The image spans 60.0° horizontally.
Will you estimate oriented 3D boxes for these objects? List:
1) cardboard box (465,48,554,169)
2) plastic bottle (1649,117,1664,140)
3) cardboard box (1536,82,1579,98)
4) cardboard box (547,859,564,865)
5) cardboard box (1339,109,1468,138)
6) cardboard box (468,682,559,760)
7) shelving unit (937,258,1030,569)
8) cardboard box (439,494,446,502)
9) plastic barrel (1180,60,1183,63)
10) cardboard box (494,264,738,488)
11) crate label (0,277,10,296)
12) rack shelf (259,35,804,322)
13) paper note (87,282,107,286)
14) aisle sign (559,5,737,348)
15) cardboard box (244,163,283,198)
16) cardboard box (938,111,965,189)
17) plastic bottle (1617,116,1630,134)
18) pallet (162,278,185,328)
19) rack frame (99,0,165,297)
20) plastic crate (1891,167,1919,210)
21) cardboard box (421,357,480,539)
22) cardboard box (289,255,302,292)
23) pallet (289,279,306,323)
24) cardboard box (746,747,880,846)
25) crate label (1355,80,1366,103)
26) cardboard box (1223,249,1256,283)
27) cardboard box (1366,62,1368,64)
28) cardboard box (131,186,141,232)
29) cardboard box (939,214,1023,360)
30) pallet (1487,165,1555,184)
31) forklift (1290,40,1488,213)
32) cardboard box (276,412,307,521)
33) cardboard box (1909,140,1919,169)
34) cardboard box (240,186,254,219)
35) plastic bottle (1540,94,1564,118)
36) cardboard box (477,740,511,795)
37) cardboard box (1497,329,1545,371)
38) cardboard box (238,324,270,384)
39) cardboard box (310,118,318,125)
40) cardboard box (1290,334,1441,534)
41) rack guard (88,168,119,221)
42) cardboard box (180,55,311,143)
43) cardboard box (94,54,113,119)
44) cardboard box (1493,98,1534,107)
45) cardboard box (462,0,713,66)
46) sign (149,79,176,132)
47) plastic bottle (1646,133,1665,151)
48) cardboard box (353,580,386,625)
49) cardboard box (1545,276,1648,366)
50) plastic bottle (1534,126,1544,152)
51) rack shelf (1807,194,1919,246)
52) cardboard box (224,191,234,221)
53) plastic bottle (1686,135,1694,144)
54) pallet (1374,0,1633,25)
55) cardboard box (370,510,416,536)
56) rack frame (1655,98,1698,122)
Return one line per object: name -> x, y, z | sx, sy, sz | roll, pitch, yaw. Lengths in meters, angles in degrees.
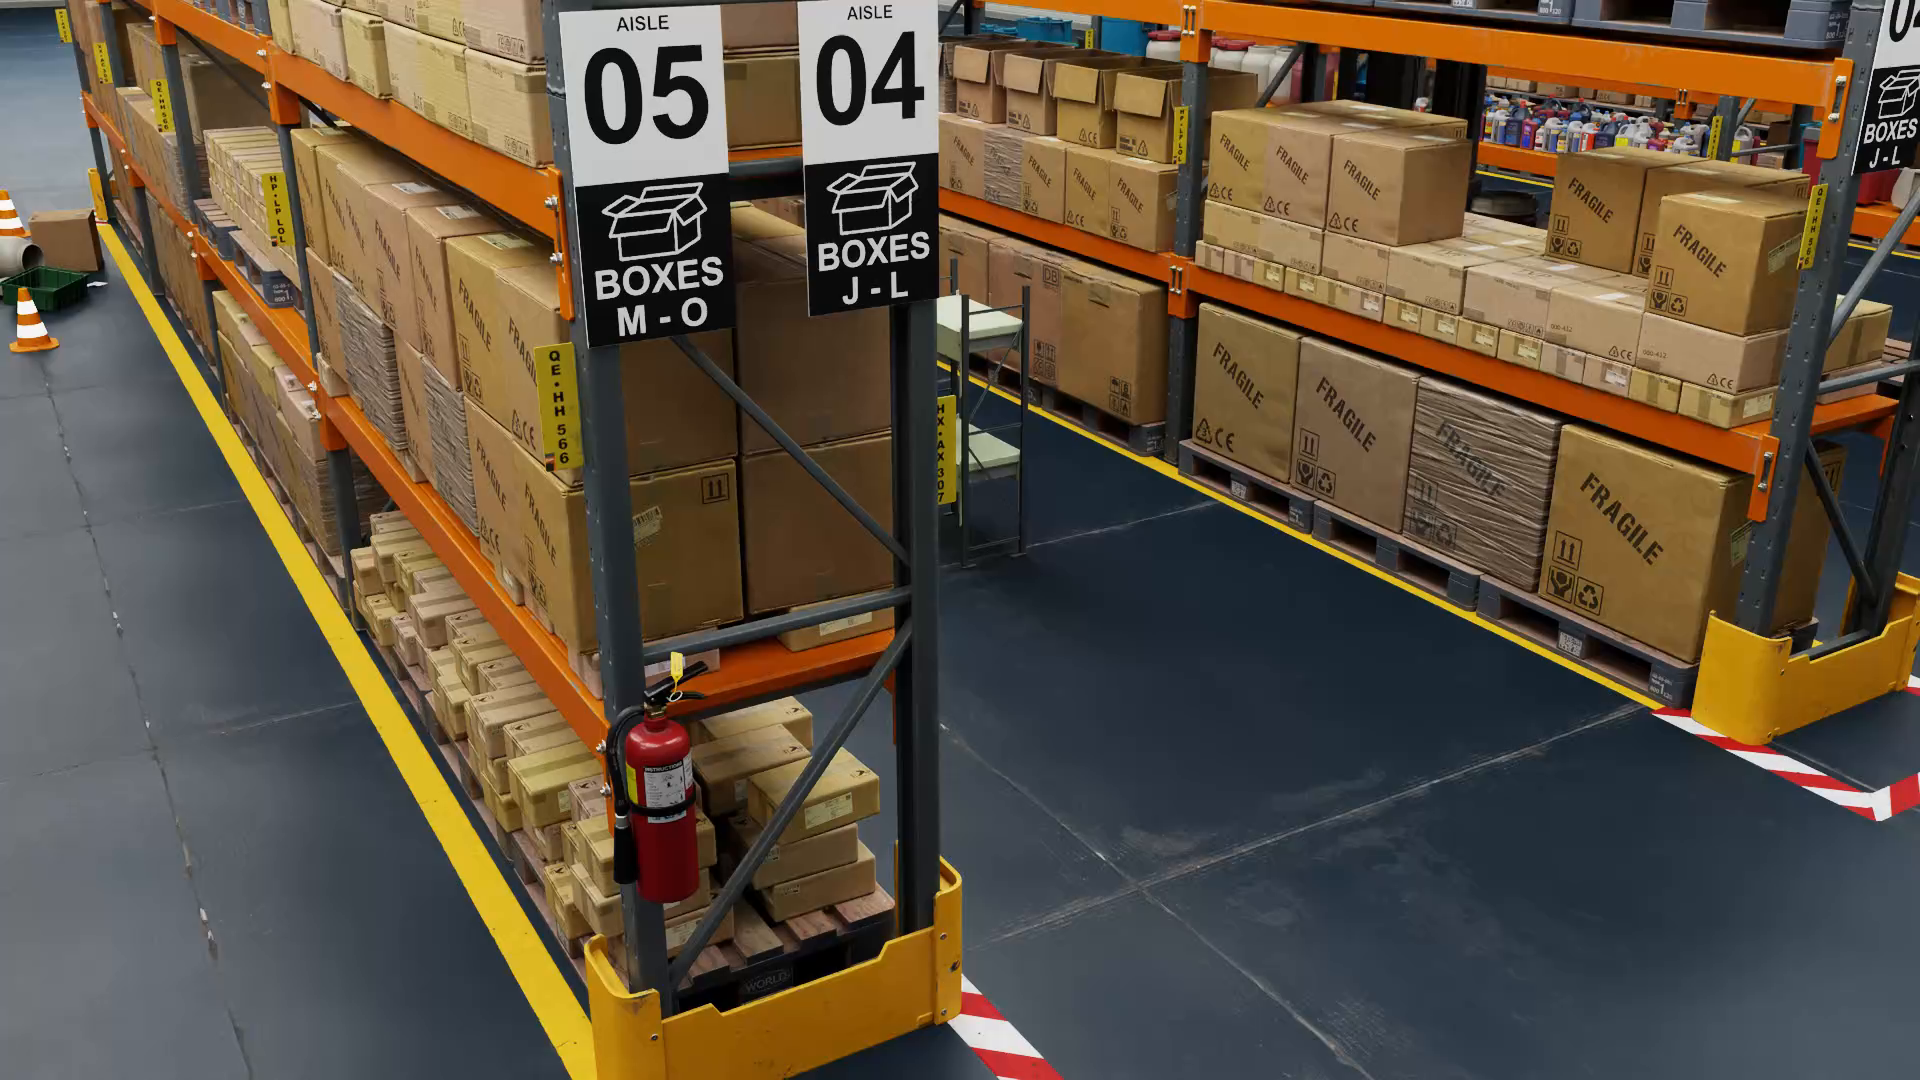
cardboard box -> -0.982, -1.167, 4.414 | 0.500, 0.250, 0.500 | -13, 26, -29
plastic bottle -> 5.734, -3.353, 13.733 | 0.061, 0.283, 0.133 | -13, 25, -28
cardboard box -> 9.295, -7.082, 25.487 | 0.700, 0.500, 0.500 | -14, 26, -32
cardboard box -> -1.249, 1.080, 5.900 | 0.380, 0.149, 0.250 | -13, 25, -28
cardboard box -> 2.467, -2.122, 9.356 | 0.500, 0.500, 0.500 | -12, 25, -28
cardboard box -> -1.594, 0.654, 6.158 | 0.380, 0.149, 0.250 | -12, 25, -26
shelving unit -> -0.003, -0.697, 9.034 | 0.431, 1.500, 0.755 | -13, 25, -28
cardboard box -> -1.811, -0.279, 6.349 | 0.380, 0.149, 0.250 | -12, 25, -26
plastic barrel -> 2.466, -4.987, 17.780 | 0.301, 0.262, 0.301 | 0, 22, 0
cardboard box -> -0.970, -0.498, 4.697 | 0.500, 0.500, 0.500 | -13, 26, -29
crate label -> -8.371, -2.217, 14.584 | 0.250, 0.136, 0.298 | 8, 23, 18
rack shelf -> -1.544, -1.454, 5.877 | 1.077, 0.370, 4.000 | -13, 25, -28
paper note -> -7.774, -2.303, 14.936 | 0.142, 0.020, 0.147 | 8, 23, 18
aisle sign -> -0.743, -0.873, 4.024 | 0.394, 0.787, 0.004 | -13, 25, -28
cardboard box -> -3.742, -2.000, 9.235 | 0.380, 0.149, 0.250 | -13, 25, -29
cardboard box -> -0.013, -2.931, 12.407 | 0.500, 0.500, 0.500 | -13, 26, -30
plastic bottle -> 5.287, -3.218, 13.312 | 0.144, 0.351, 0.185 | -13, 25, -28
pallet -> -6.193, -2.108, 14.217 | 1.003, 0.211, 1.213 | -13, 25, -28
rack frame -> -6.652, -3.635, 14.271 | 1.000, 3.000, 0.127 | -13, 25, -28
plastic crate -> 6.630, -2.362, 11.217 | 0.437, 0.282, 0.530 | -13, 25, -28
cardboard box -> -1.499, -0.360, 5.687 | 0.500, 0.500, 0.500 | -13, 25, -28
cardboard box -> -3.197, -1.379, 8.496 | 0.380, 0.149, 0.250 | -13, 25, -28
pallet -> -2.831, -1.232, 8.613 | 1.003, 0.211, 1.213 | -13, 25, -28
cardboard box -> -0.498, 0.865, 5.637 | 0.380, 0.149, 0.250 | -14, 26, -31
crate label -> 4.072, -4.345, 16.240 | 0.303, 0.233, 0.416 | -13, 25, -28
cardboard box -> 1.750, -1.605, 9.611 | 0.380, 0.149, 0.250 | -14, 26, -30
cardboard box -> 5.446, -6.424, 23.231 | 0.500, 0.500, 0.500 | -13, 25, -28
cardboard box -> -7.377, -3.353, 15.842 | 0.875, 0.875, 0.875 | -12, 25, -28
cardboard box -> 0.491, -1.954, 12.400 | 1.225, 0.875, 0.875 | -13, 25, -28
pallet -> 7.219, -4.542, 20.206 | 1.003, 0.211, 1.213 | -13, 25, -28
forklift -> 3.003, -2.820, 12.357 | 1.130, 2.935, 3.031 | -13, 26, -30
cardboard box -> -3.422, -0.439, 9.170 | 0.500, 0.500, 0.500 | -13, 26, -29
cardboard box -> 9.720, -3.791, 16.394 | 0.500, 0.250, 0.500 | -13, 25, -28
cardboard box -> -3.875, -1.944, 9.492 | 0.380, 0.149, 0.250 | -13, 25, -29
plastic bottle -> 5.168, -3.713, 14.528 | 0.144, 0.351, 0.185 | -13, 25, -28
cardboard box -> -1.580, 0.789, 6.220 | 0.380, 0.149, 0.250 | -12, 25, -27
cardboard box -> 2.806, -0.938, 7.968 | 0.380, 0.149, 0.250 | -13, 26, -29
cardboard box -> -3.964, -1.127, 9.868 | 0.500, 0.250, 0.500 | -12, 25, -28
cardboard box -> -4.868, -2.748, 11.955 | 0.500, 0.500, 0.500 | -13, 25, -29
cardboard box -> 2.479, -0.656, 9.207 | 0.875, 0.875, 0.875 | -13, 25, -28
rack guard -> -8.707, -3.779, 17.946 | 1.175, 0.500, 0.348 | -13, 25, -28
cardboard box -> -4.829, -2.997, 11.240 | 0.700, 0.500, 0.500 | -13, 25, -29
cardboard box -> -7.682, -4.345, 15.818 | 0.875, 0.550, 0.500 | -13, 25, -28
cardboard box -> 6.907, -5.398, 20.957 | 0.500, 0.311, 0.500 | -12, 25, -27
cardboard box -> -0.976, -1.402, 4.329 | 0.500, 0.250, 0.500 | -13, 26, -30
sign -> -5.084, -2.769, 10.602 | 0.100, 0.325, 0.005 | -13, 25, -28
plastic bottle -> 5.372, -2.997, 12.855 | 0.061, 0.283, 0.133 | -13, 25, -28
cardboard box -> -2.655, 0.261, 7.915 | 0.380, 0.149, 0.250 | -14, 26, -31
cardboard box -> 3.059, -1.010, 7.617 | 0.500, 0.250, 0.500 | -13, 26, -29
plastic bottle -> 4.815, -3.325, 13.772 | 0.097, 0.201, 0.097 | 0, 22, 0
rack shelf -> 7.030, -1.938, 11.052 | 1.077, 0.370, 4.000 | -13, 25, -28
cardboard box -> -4.278, -2.060, 10.173 | 0.380, 0.149, 0.250 | -11, 25, -26
plastic bottle -> 5.815, -3.139, 13.314 | 0.097, 0.201, 0.097 | 0, 22, 0
pallet -> 2.779, -2.654, 7.991 | 1.003, 0.211, 1.213 | -13, 25, -28
cardboard box -> -2.567, -0.043, 7.873 | 0.380, 0.149, 0.250 | -11, 25, -26
rack frame -> 10.439, -7.414, 23.569 | 1.000, 3.000, 0.127 | -13, 25, -28
